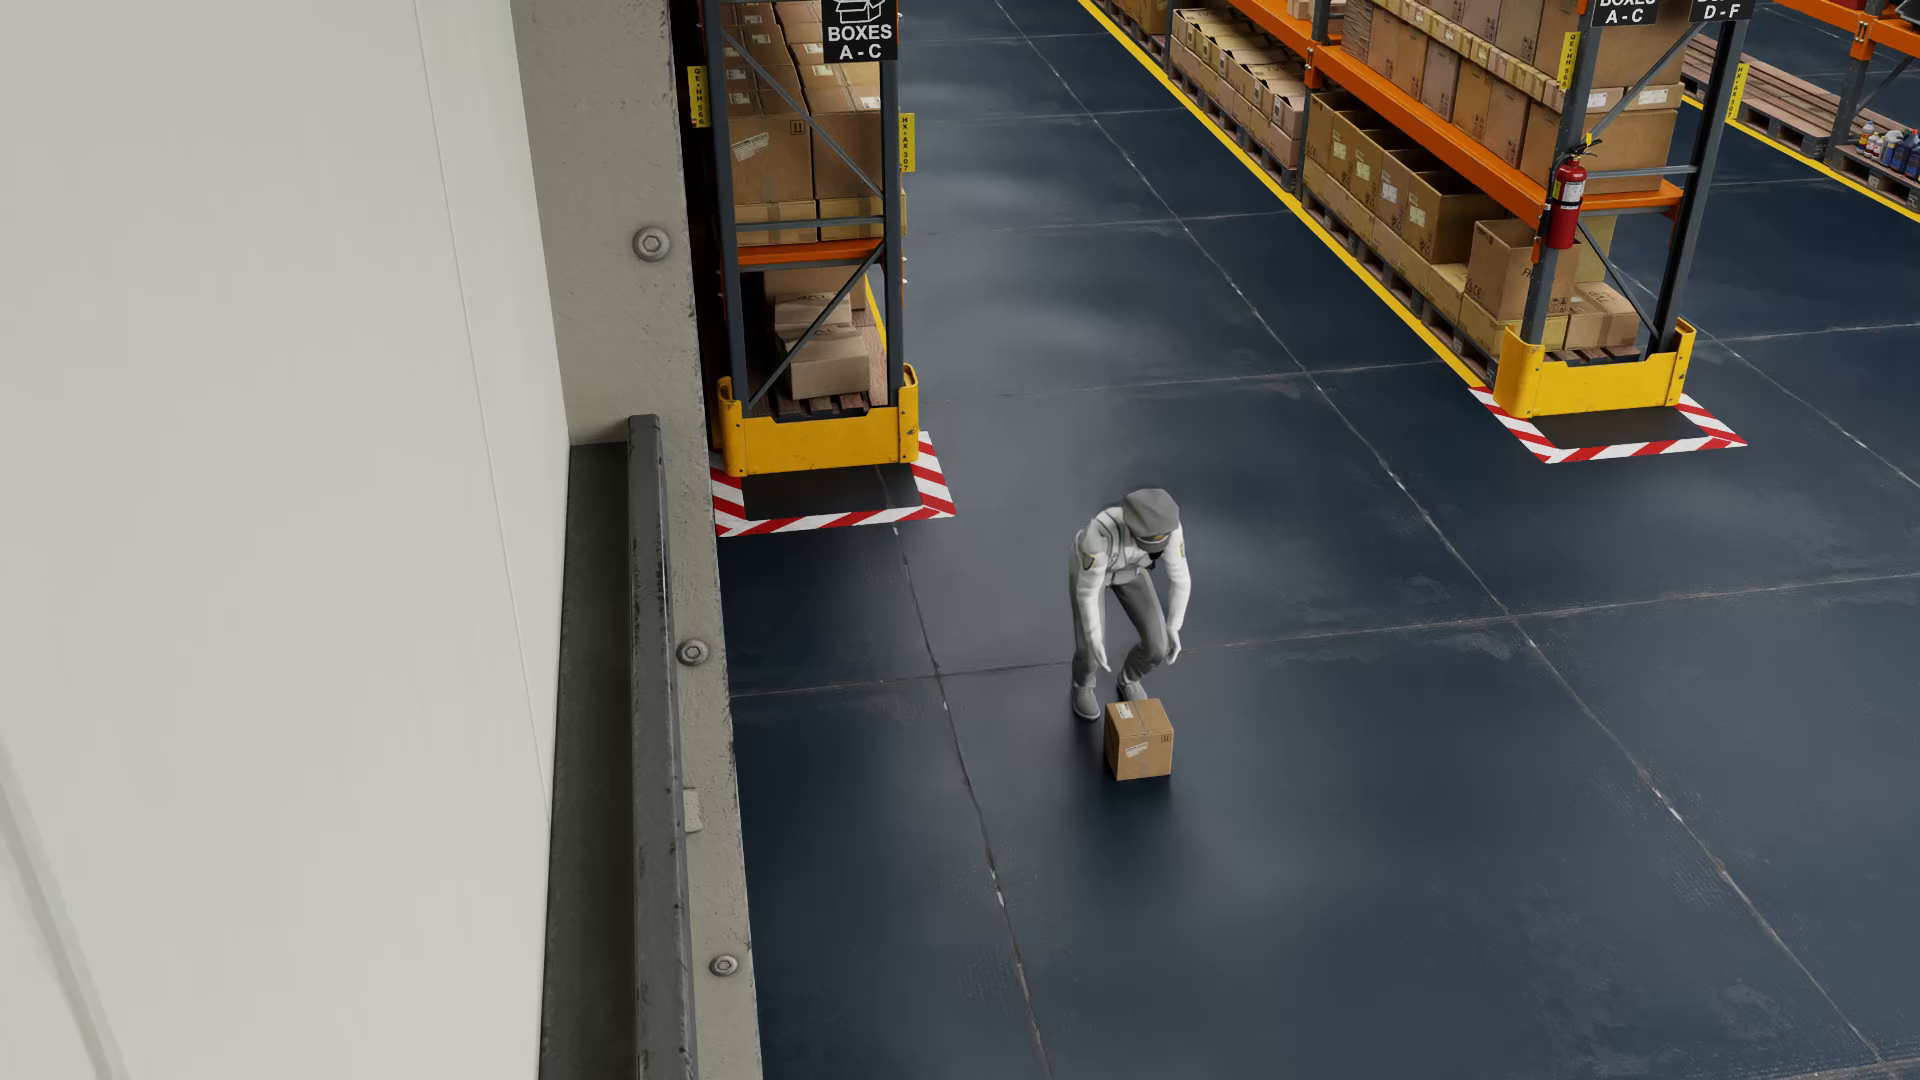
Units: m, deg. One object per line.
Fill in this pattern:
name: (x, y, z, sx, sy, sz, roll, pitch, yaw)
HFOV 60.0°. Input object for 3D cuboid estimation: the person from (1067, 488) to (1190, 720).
person: (0.762, 0.256, 7.573, 0.533, 1.292, 0.752, -5, 31, -9)
